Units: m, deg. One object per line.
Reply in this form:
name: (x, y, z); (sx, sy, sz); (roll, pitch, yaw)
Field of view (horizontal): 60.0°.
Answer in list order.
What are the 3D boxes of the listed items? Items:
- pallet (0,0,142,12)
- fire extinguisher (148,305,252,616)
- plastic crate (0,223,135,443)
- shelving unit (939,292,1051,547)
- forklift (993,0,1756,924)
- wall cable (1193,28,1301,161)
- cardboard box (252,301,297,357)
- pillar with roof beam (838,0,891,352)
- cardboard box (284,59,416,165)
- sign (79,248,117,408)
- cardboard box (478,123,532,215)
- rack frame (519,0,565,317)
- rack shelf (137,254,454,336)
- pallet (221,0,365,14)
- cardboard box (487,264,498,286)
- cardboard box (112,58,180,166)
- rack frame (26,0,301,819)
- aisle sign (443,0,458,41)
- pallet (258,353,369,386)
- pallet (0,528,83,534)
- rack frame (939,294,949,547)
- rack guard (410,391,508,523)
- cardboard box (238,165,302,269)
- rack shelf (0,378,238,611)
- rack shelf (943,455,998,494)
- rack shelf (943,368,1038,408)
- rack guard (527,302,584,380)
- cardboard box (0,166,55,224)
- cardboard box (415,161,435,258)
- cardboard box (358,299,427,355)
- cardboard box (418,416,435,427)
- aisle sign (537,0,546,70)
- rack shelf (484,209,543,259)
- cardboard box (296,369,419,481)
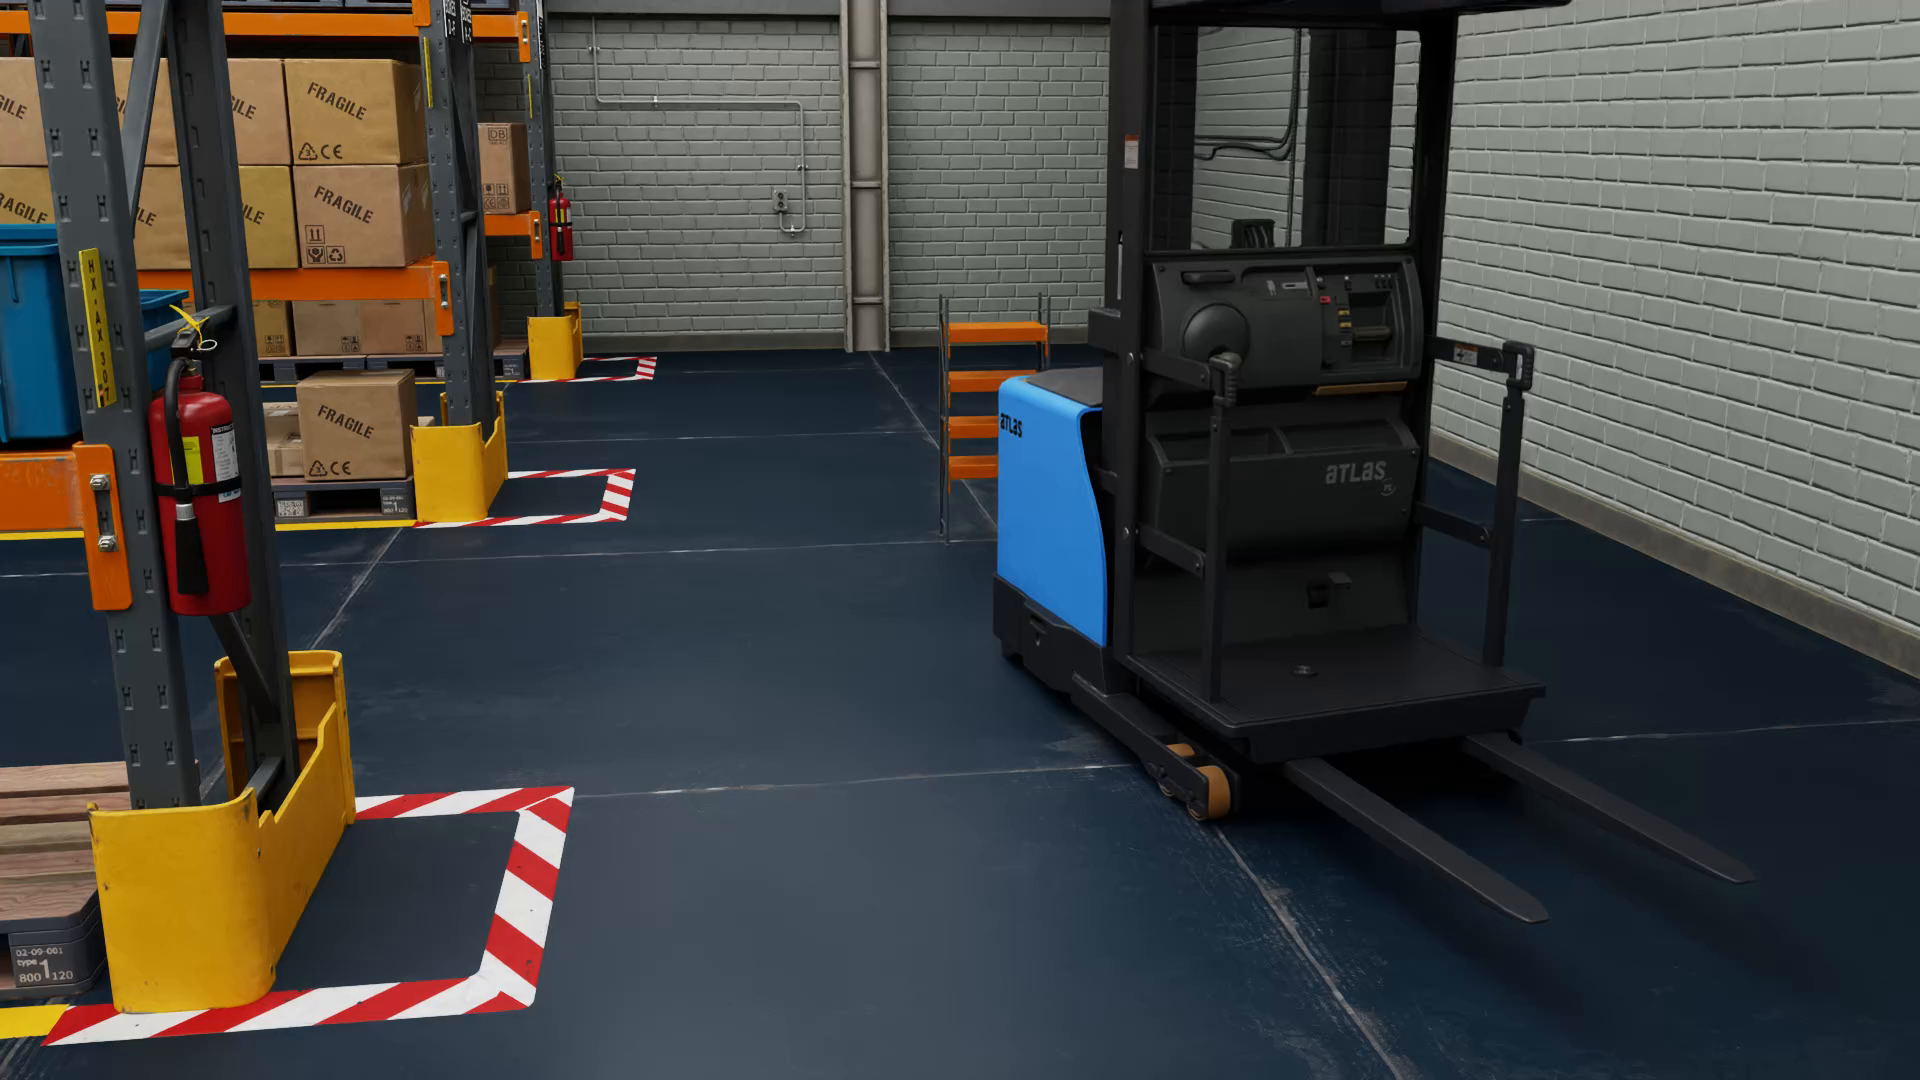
pallet: (-6.530, -4.175, 12.719); (1.213, 0.211, 1.003); (-2, 14, -8)
fire extinguisher: (-1.693, -0.176, 3.682); (0.183, 0.674, 0.296); (-2, 14, -8)
plastic crate: (-2.213, -0.487, 3.802); (0.499, 0.435, 0.616); (-2, 14, -8)
shelving unit: (0.164, -0.588, 8.100); (0.503, 1.200, 0.258); (-2, 14, -8)
forklift: (1.106, -0.703, 4.999); (1.130, 2.935, 3.031); (-5, 15, -19)
wall cable: (2.261, -4.404, 13.666); (0.112, 2.526, 3.097); (-2, 14, -8)
cardboard box: (-5.581, -1.765, 13.369); (0.500, 0.500, 0.700); (-2, 14, -7)
pillar with roof beam: (-0.203, -5.061, 9.904); (0.400, 9.000, 9.100); (-2, 14, -8)
cardboard box: (-3.043, -2.141, 8.331); (0.500, 0.500, 0.500); (-2, 14, -9)
sign: (-1.812, -0.445, 3.496); (0.005, 0.325, 0.100); (-2, 14, -8)
cardboard box: (-3.888, -3.006, 13.423); (0.700, 0.700, 0.980); (-1, 14, -6)
rack frame: (-3.386, -2.881, 13.543); (0.127, 3.000, 1.000); (-2, 14, -8)
rack shelf: (-4.622, -1.268, 8.591); (4.000, 0.370, 1.077); (-2, 14, -8)
pallet: (-5.327, -4.218, 12.892); (1.213, 0.211, 1.003); (-2, 14, -8)
cardboard box: (-3.969, -2.190, 13.730); (0.250, 0.149, 0.380); (-2, 14, -8)
cardboard box: (-4.054, -2.102, 8.177); (0.500, 0.500, 0.500); (-2, 14, -7)
rack frame: (-1.910, -0.498, 4.041); (0.127, 3.000, 1.000); (-2, 14, -8)
aisle sign: (-2.531, -2.879, 8.192); (0.004, 0.787, 0.394); (-2, 14, -8)
pallet: (-5.368, -1.437, 13.519); (1.213, 0.211, 1.003); (-2, 14, -8)
pallet: (-4.711, -0.262, 8.831); (1.213, 0.211, 1.003); (-2, 14, -8)
rack frame: (-0.078, -0.579, 8.065); (0.015, 1.200, 0.240); (-2, 14, -8)
rack guard: (-2.719, -0.474, 9.086); (0.348, 0.500, 1.175); (-2, 14, -8)
cardboard box: (-3.559, -1.637, 8.376); (0.500, 0.500, 0.500); (-2, 14, -8)
rack shelf: (-3.887, -0.077, 3.839); (4.000, 0.370, 1.077); (-2, 14, -8)
rack shelf: (0.164, -0.330, 8.164); (0.480, 0.148, 0.258); (-2, 14, -8)
rack shelf: (0.164, -0.740, 8.062); (0.480, 0.148, 0.258); (-2, 14, -8)
rack guard: (-3.362, -1.669, 13.851); (0.348, 0.500, 1.175); (-2, 14, -8)
cardboard box: (-4.551, -1.602, 8.237); (0.500, 0.500, 0.500); (-2, 14, -9)
cardboard box: (-3.122, -1.785, 8.969); (0.500, 0.500, 0.500); (-2, 14, -7)
cardboard box: (-4.558, -1.805, 13.527); (0.500, 0.500, 0.700); (-2, 14, -8)
cardboard box: (-3.109, -0.588, 9.355); (0.250, 0.149, 0.380); (-2, 14, -8)
aisle sign: (-3.270, -4.072, 12.950); (0.004, 0.787, 0.394); (-2, 14, -8)
rack shelf: (-5.363, -2.460, 13.342); (4.000, 0.370, 1.077); (-2, 14, -8)
cardboard box: (-3.145, -0.612, 8.728); (0.500, 0.500, 0.500); (-2, 14, -8)
